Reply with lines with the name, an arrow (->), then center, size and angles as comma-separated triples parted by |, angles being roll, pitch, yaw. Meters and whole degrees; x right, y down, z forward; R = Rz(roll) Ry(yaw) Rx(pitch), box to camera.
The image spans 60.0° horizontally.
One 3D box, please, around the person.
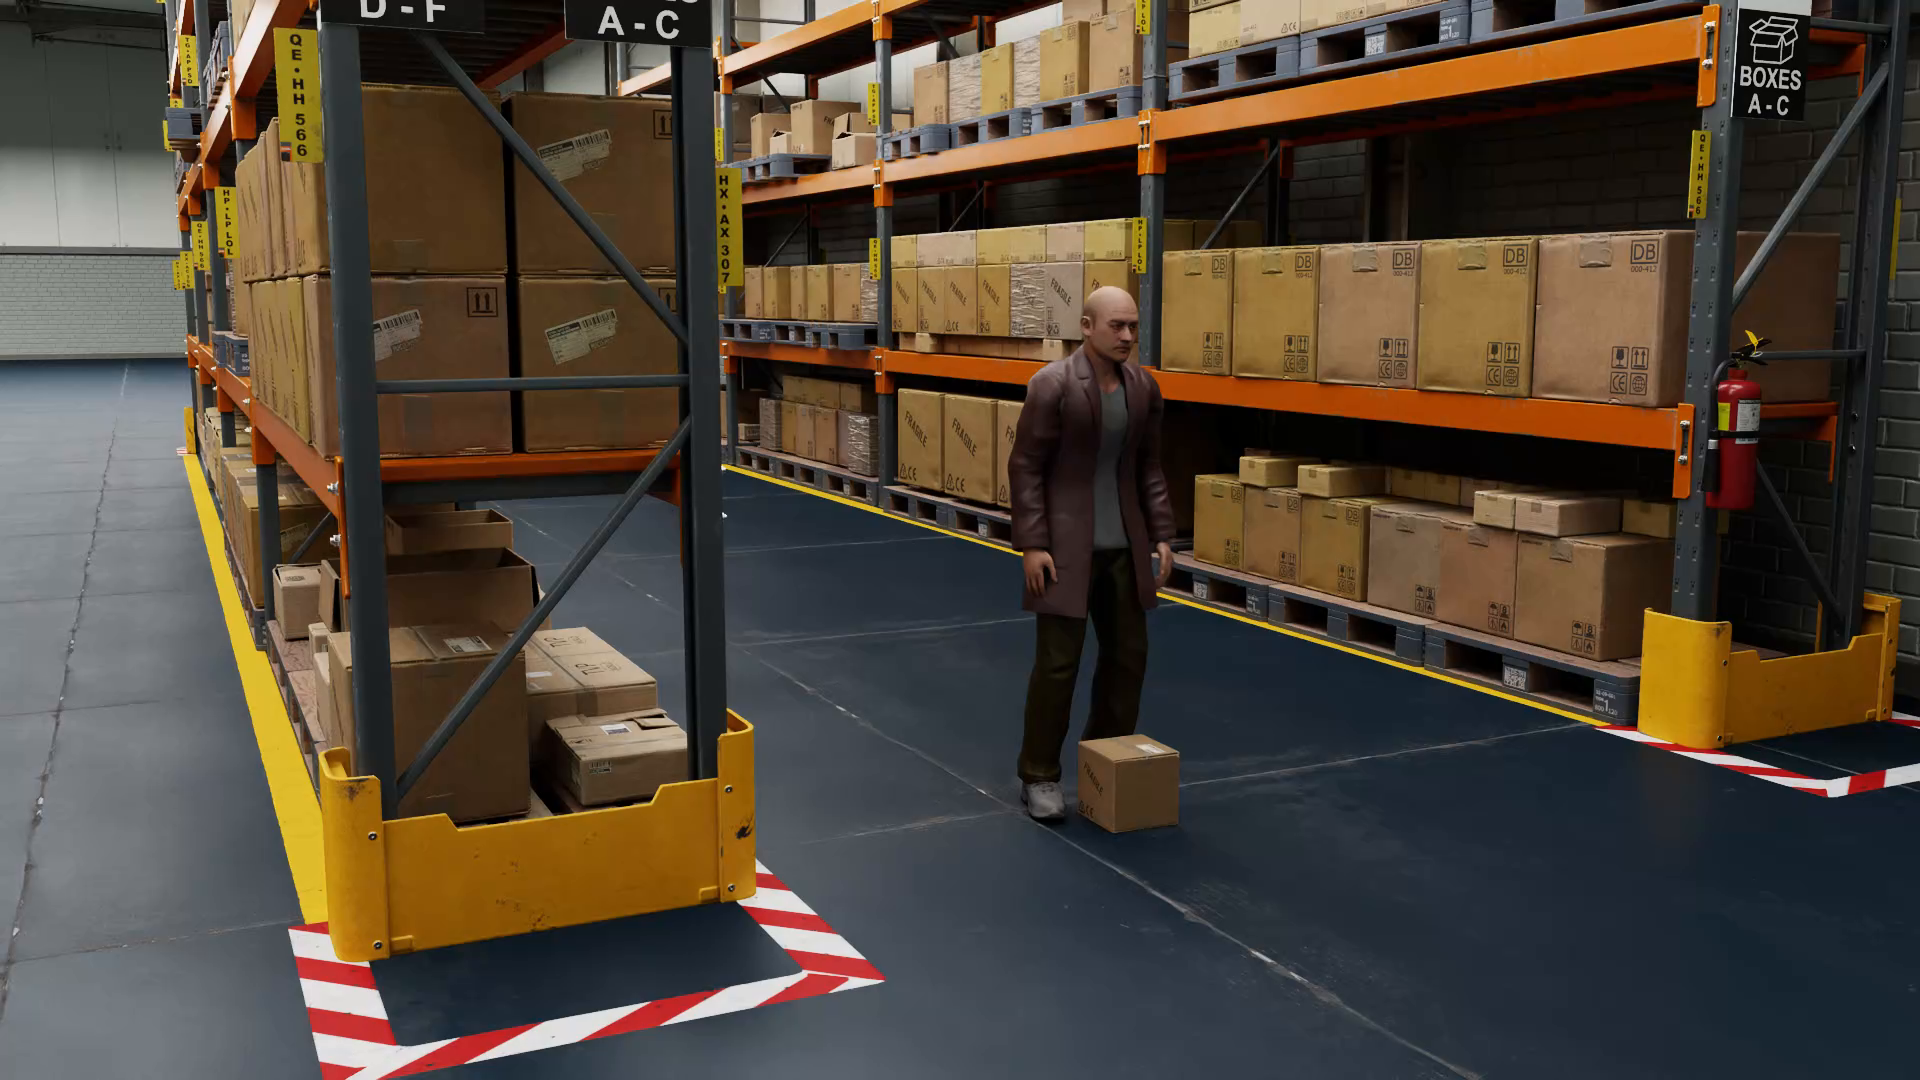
person -> 0.461, 0.028, 5.692 | 0.654, 1.774, 0.420 | -5, 10, -29
